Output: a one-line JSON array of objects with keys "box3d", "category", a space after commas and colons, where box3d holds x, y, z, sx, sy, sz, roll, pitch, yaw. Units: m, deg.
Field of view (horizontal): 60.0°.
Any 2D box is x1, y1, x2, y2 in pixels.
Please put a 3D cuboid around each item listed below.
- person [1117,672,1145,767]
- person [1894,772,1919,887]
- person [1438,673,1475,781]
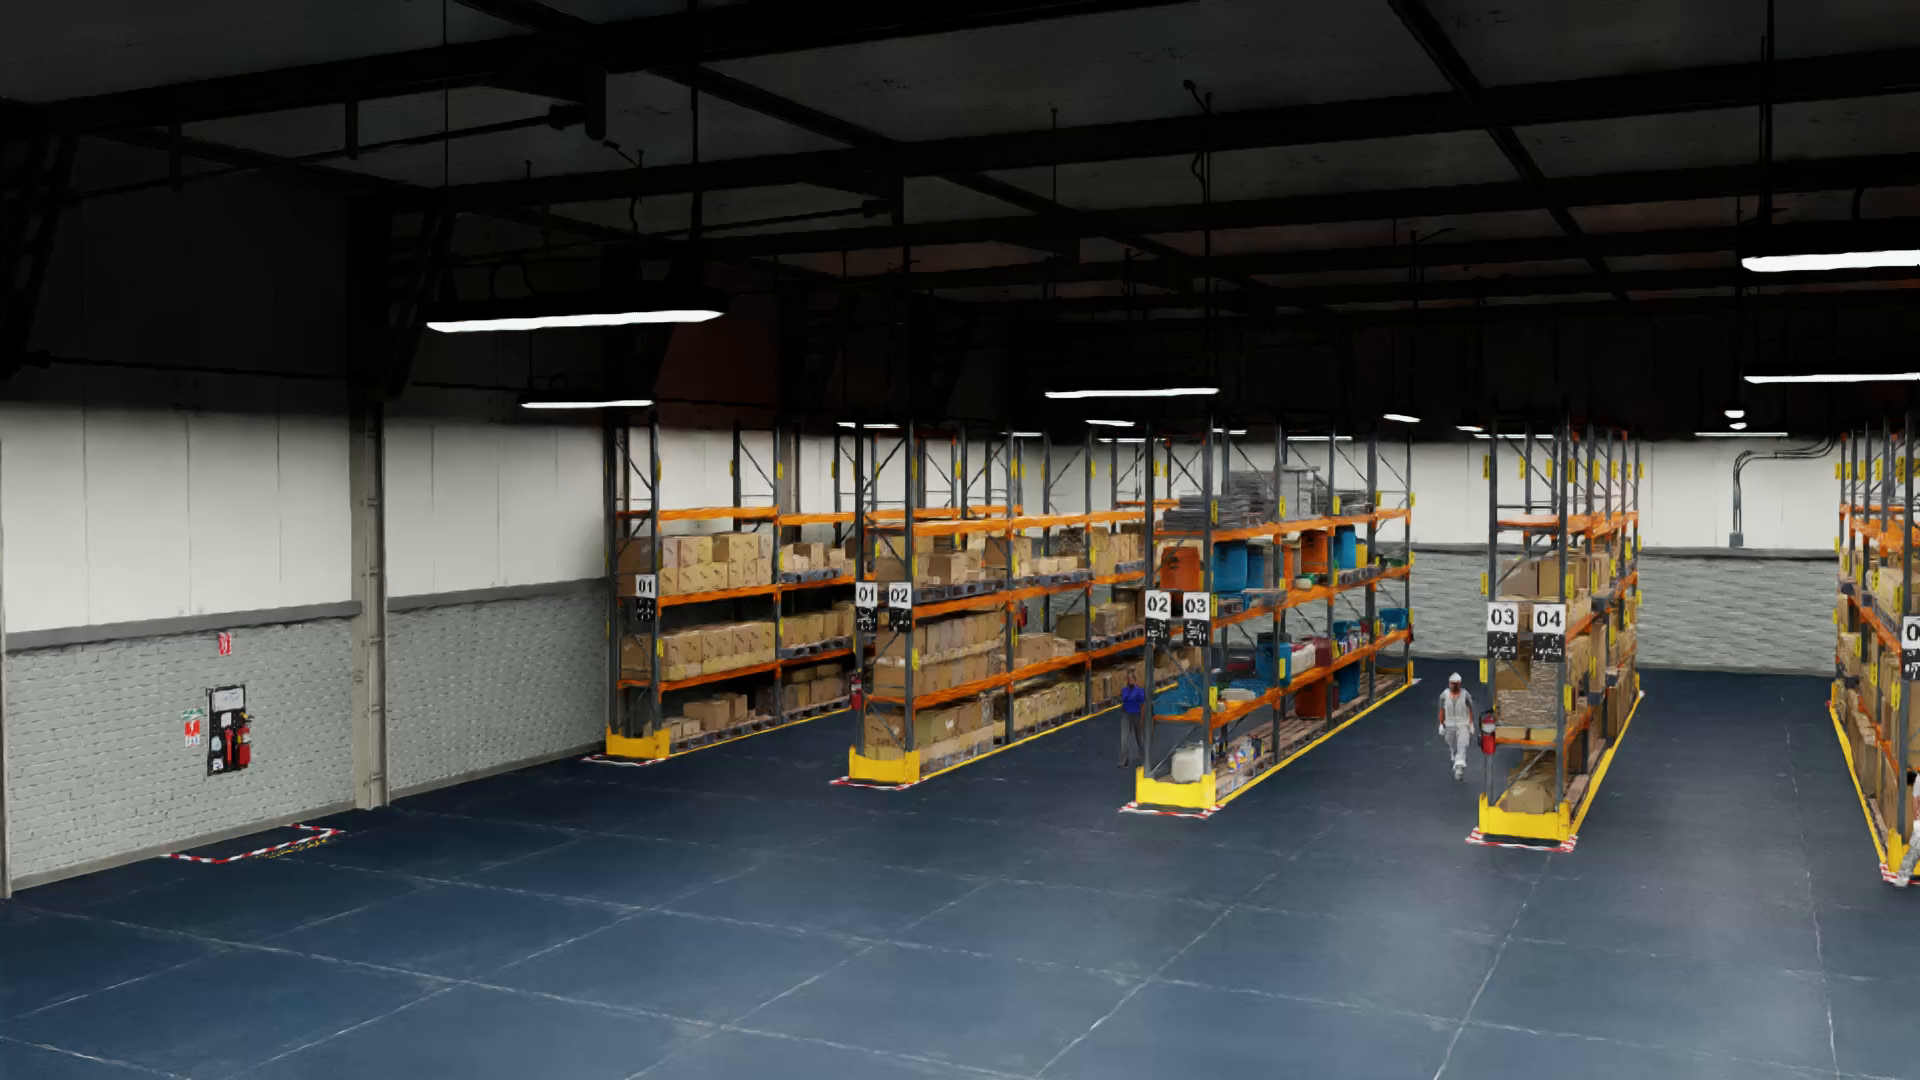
[{"box3d": [2.932, 3.014, 28.088, 0.461, 1.596, 0.990, 1, 3, 24], "category": "person"}, {"box3d": [11.410, 3.307, 19.450, 0.598, 1.755, 0.946, 0, 2, 0], "category": "person"}, {"box3d": [8.009, 2.995, 26.896, 0.553, 1.707, 1.105, 1, 3, 28], "category": "person"}]
